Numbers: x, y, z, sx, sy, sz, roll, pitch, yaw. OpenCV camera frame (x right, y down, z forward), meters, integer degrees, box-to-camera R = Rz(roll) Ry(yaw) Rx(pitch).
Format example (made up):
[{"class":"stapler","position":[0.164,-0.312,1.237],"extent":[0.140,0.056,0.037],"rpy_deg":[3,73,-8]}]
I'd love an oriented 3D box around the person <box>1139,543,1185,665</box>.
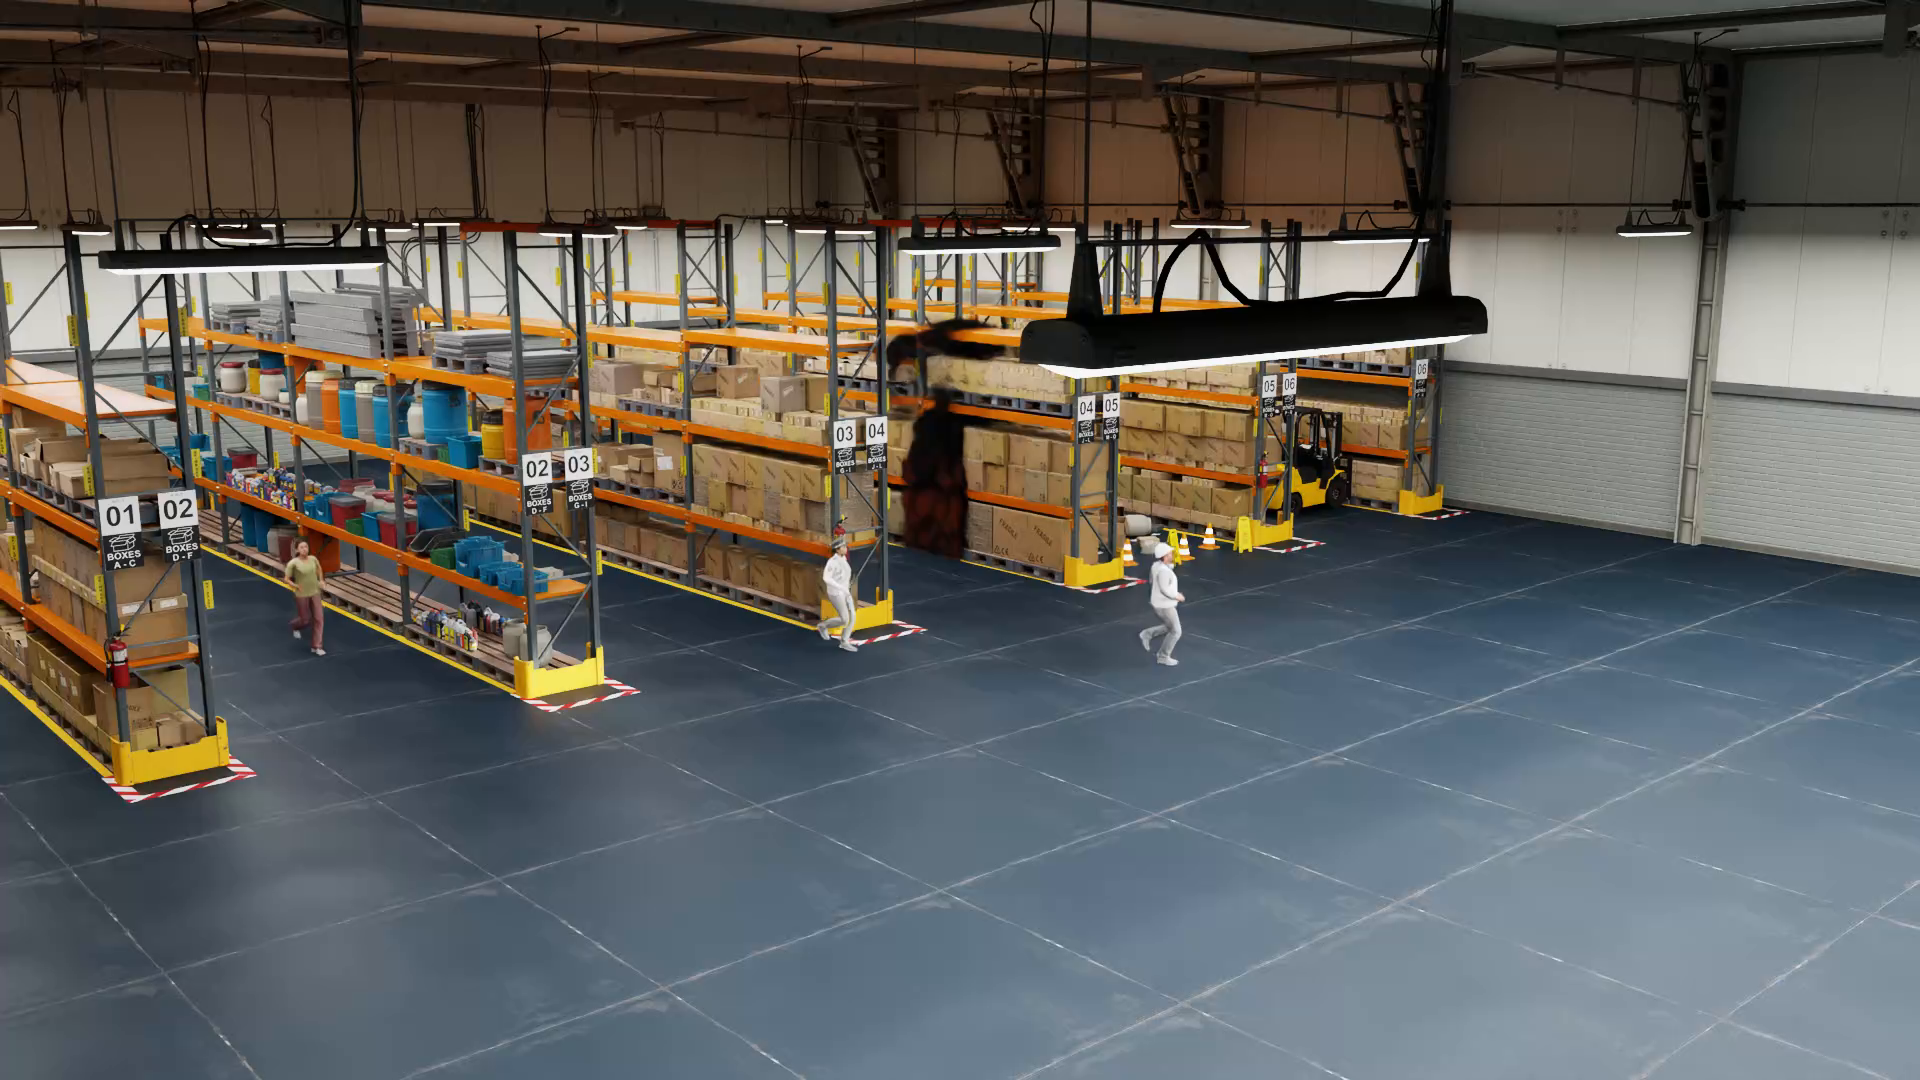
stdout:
[{"class":"person","position":[2.813,0.889,23.143],"extent":[0.583,1.729,0.700],"rpy_deg":[-1,11,-6]}]

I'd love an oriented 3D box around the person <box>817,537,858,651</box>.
[{"class":"person","position":[-1.768,0.771,23.926],"extent":[0.614,1.675,0.657],"rpy_deg":[5,12,22]}]

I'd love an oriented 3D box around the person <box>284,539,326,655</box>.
[{"class":"person","position":[-9.358,0.792,23.843],"extent":[0.593,1.640,0.875],"rpy_deg":[-11,16,-43]}]
